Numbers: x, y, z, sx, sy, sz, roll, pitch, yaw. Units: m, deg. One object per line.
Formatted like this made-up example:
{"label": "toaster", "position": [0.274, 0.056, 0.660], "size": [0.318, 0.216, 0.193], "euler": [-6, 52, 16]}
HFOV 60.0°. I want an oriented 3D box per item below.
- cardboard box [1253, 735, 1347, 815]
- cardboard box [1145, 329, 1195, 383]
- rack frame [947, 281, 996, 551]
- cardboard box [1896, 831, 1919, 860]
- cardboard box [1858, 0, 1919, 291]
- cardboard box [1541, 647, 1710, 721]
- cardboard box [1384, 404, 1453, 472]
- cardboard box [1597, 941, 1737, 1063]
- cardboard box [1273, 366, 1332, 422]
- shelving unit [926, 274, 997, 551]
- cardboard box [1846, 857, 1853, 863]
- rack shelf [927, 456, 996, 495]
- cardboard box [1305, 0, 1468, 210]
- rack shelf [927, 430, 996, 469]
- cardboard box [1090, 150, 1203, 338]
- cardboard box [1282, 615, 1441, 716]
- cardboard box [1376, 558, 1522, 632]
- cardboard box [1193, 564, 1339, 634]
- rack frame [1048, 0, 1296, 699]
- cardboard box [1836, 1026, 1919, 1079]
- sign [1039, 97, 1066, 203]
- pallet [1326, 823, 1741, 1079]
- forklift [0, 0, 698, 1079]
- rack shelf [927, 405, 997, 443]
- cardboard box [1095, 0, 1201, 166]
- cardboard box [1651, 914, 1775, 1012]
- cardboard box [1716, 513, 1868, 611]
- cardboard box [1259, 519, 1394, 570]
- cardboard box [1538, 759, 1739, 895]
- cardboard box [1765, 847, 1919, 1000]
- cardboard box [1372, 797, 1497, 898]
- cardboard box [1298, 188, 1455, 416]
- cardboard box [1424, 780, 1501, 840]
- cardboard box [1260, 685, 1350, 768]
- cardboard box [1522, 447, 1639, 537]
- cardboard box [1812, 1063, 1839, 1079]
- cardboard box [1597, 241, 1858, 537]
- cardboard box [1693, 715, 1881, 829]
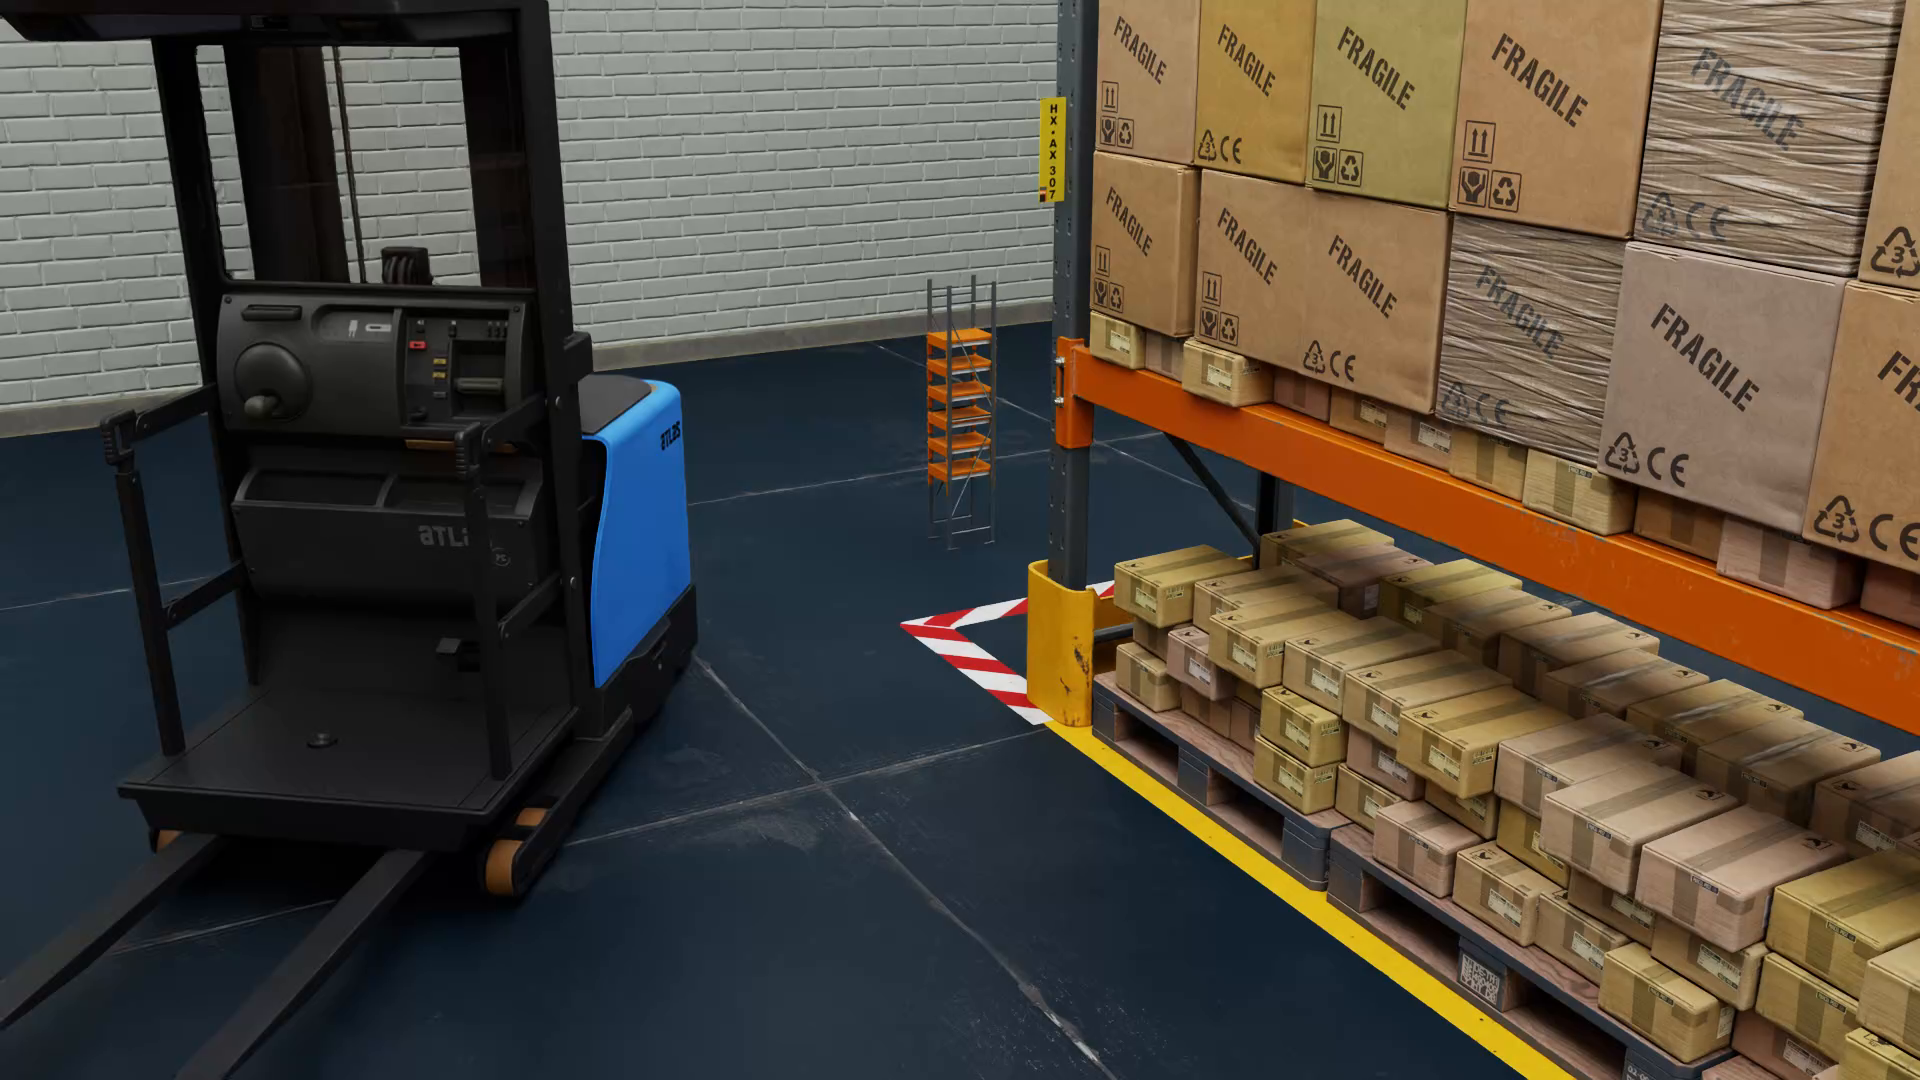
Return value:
{"label": "cardboard box", "position": [1.088, 0.649, 4.878], "size": [0.380, 0.149, 0.250], "euler": [-10, 21, -26]}
{"label": "cardboard box", "position": [0.799, -0.594, 5.138], "size": [0.380, 0.149, 0.250], "euler": [-9, 21, -25]}
{"label": "rack frame", "position": [0.050, -0.537, 7.348], "size": [0.240, 1.200, 0.006], "euler": [-10, 21, -27]}
{"label": "cardboard box", "position": [2.308, 0.738, 3.709], "size": [0.380, 0.149, 0.250], "euler": [-11, 22, -28]}
{"label": "cardboard box", "position": [1.964, -0.676, 2.849], "size": [0.500, 0.500, 0.500], "euler": [-11, 22, -28]}
{"label": "cardboard box", "position": [1.825, 0.439, 4.576], "size": [0.380, 0.149, 0.250], "euler": [-11, 22, -28]}
{"label": "cardboard box", "position": [1.323, -0.298, 4.282], "size": [0.380, 0.149, 0.250], "euler": [-10, 22, -28]}
{"label": "cardboard box", "position": [1.698, 1.018, 3.810], "size": [0.380, 0.149, 0.250], "euler": [-10, 21, -27]}
{"label": "cardboard box", "position": [1.123, -0.455, 4.736], "size": [0.380, 0.149, 0.250], "euler": [-9, 21, -24]}
{"label": "shelving unit", "position": [0.007, -0.563, 7.424], "size": [0.258, 1.200, 0.189], "euler": [-10, 21, -27]}
{"label": "cardboard box", "position": [2.203, 0.797, 3.995], "size": [0.380, 0.149, 0.250], "euler": [-9, 21, -24]}
{"label": "rack shelf", "position": [0.007, -0.294, 7.516], "size": [0.258, 0.103, 0.180], "euler": [-10, 21, -27]}
{"label": "cardboard box", "position": [1.228, -1.117, 4.127], "size": [0.500, 0.500, 0.500], "euler": [-11, 22, -28]}
{"label": "rack shelf", "position": [0.007, -0.408, 7.477], "size": [0.258, 0.103, 0.180], "euler": [-10, 21, -27]}
{"label": "cardboard box", "position": [0.746, -0.939, 5.145], "size": [0.500, 0.500, 0.500], "euler": [-9, 21, -24]}
{"label": "cardboard box", "position": [1.160, 0.359, 4.807], "size": [0.380, 0.149, 0.250], "euler": [-11, 22, -29]}
{"label": "cardboard box", "position": [1.554, 0.193, 5.287], "size": [0.380, 0.149, 0.250], "euler": [-11, 22, -28]}
{"label": "cardboard box", "position": [0.963, 0.209, 5.243], "size": [0.380, 0.149, 0.250], "euler": [-10, 21, -26]}
{"label": "rack frame", "position": [0.776, -0.923, 5.707], "size": [1.000, 3.000, 0.127], "euler": [-10, 21, -27]}
{"label": "cardboard box", "position": [1.964, 1.043, 3.282], "size": [0.380, 0.149, 0.250], "euler": [-11, 22, -29]}
{"label": "sign", "position": [0.299, -1.248, 5.322], "size": [0.100, 0.325, 0.005], "euler": [-10, 21, -27]}
{"label": "pallet", "position": [1.742, 1.006, 4.394], "size": [1.003, 0.211, 1.213], "euler": [-10, 21, -27]}
{"label": "forklift", "position": [-1.723, -0.498, 4.581], "size": [1.130, 2.935, 3.031], "euler": [3, 19, 8]}
{"label": "rack shelf", "position": [0.007, -0.521, 7.438], "size": [0.258, 0.103, 0.180], "euler": [-10, 21, -27]}
{"label": "cardboard box", "position": [0.756, -1.413, 4.987], "size": [0.500, 0.500, 0.500], "euler": [-10, 21, -27]}
{"label": "cardboard box", "position": [1.793, 0.885, 3.737], "size": [0.380, 0.149, 0.250], "euler": [-9, 21, -25]}
{"label": "cardboard box", "position": [1.785, 0.004, 3.406], "size": [0.380, 0.149, 0.250], "euler": [-11, 22, -29]}
{"label": "cardboard box", "position": [1.250, 0.058, 5.680], "size": [0.380, 0.149, 0.250], "euler": [-10, 21, -26]}
{"label": "cardboard box", "position": [1.593, 0.668, 3.910], "size": [0.380, 0.149, 0.250], "euler": [-11, 22, -29]}
{"label": "cardboard box", "position": [1.942, 0.807, 3.508], "size": [0.380, 0.149, 0.250], "euler": [-9, 21, -25]}
{"label": "cardboard box", "position": [1.335, 0.793, 4.462], "size": [0.380, 0.149, 0.250], "euler": [-11, 22, -29]}
{"label": "cardboard box", "position": [1.244, -0.647, 4.298], "size": [0.500, 0.500, 0.500], "euler": [-10, 21, -26]}
{"label": "cardboard box", "position": [1.475, 0.643, 4.440], "size": [0.380, 0.149, 0.250], "euler": [-9, 21, -24]}
{"label": "cardboard box", "position": [1.100, 0.510, 4.825], "size": [0.380, 0.149, 0.250], "euler": [-9, 21, -25]}
{"label": "cardboard box", "position": [1.528, -0.139, 3.822], "size": [0.380, 0.149, 0.250], "euler": [-10, 21, -26]}
{"label": "cardboard box", "position": [1.957, 1.161, 3.394], "size": [0.380, 0.149, 0.250], "euler": [-11, 22, -28]}
{"label": "cardboard box", "position": [1.717, -0.350, 3.437], "size": [0.500, 0.500, 0.500], "euler": [-10, 21, -27]}
{"label": "cardboard box", "position": [2.057, 0.587, 4.147], "size": [0.380, 0.149, 0.250], "euler": [-11, 22, -29]}
